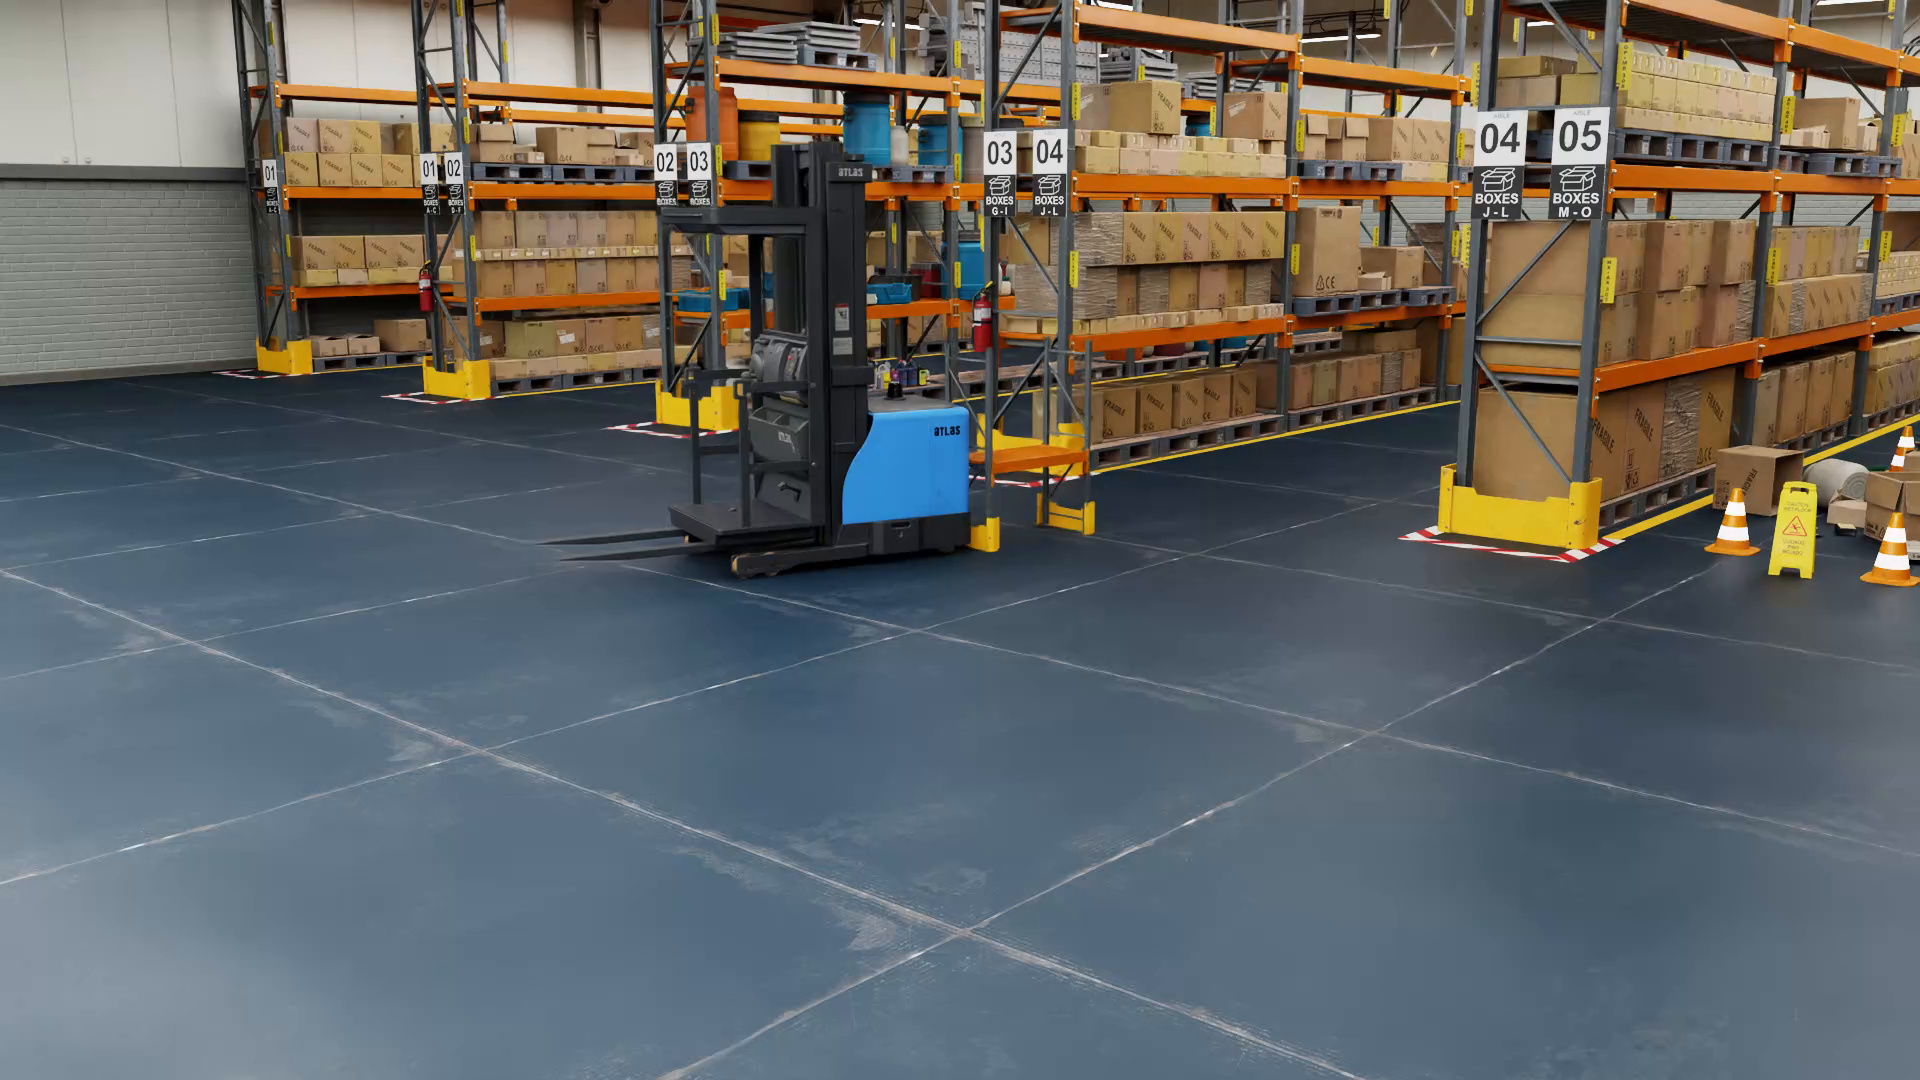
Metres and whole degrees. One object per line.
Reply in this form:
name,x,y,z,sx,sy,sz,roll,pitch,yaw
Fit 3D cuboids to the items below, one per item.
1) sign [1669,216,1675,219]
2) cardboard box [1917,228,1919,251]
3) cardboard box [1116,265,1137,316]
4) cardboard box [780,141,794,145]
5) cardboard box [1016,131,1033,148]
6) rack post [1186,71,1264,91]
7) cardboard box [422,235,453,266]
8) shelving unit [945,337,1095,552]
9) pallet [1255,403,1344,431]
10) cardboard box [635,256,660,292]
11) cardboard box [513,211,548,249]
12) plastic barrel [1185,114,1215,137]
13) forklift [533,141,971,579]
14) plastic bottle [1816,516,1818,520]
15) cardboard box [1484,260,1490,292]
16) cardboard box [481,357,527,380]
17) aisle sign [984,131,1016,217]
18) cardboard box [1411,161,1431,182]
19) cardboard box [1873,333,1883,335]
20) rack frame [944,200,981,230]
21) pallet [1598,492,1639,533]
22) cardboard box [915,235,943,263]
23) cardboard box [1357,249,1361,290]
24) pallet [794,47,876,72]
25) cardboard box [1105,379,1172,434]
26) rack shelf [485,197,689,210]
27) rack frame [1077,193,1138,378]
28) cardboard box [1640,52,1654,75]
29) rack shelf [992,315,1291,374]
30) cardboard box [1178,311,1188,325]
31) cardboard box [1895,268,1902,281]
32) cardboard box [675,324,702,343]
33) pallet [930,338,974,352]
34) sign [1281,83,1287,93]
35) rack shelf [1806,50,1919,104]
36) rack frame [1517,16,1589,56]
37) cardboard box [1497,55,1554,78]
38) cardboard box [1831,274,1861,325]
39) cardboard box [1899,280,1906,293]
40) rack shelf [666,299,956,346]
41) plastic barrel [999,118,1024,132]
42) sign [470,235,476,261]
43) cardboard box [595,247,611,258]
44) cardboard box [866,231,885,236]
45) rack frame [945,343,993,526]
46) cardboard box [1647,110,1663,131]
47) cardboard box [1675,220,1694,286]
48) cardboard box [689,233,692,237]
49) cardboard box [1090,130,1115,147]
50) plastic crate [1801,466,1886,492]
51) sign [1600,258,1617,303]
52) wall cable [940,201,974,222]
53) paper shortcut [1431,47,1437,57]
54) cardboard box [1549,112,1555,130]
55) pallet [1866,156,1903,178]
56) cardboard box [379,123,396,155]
sign,11.604,-5.120,27.125,0.100,0.325,0.005,10,15,40
cardboard box,12.705,-3.984,21.430,0.500,0.500,0.500,10,15,42
cardboard box,1.267,-2.515,16.632,0.875,0.500,0.500,10,15,40
cardboard box,-3.630,-7.749,32.897,0.500,0.250,0.500,9,15,39
cardboard box,0.593,-3.828,15.926,0.380,0.149,0.250,10,15,40
rack post,4.265,-7.345,26.703,0.937,0.300,0.954,9,15,39
cardboard box,-8.624,-4.711,27.059,0.500,0.500,0.500,9,15,39
shelving unit,0.456,-0.759,12.683,1.083,1.500,0.587,-10,15,-40
pallet,3.797,-1.490,19.632,1.003,0.211,1.213,10,15,40
cardboard box,-4.786,-3.928,24.466,0.700,0.500,0.500,10,15,40
cardboard box,-6.099,-4.274,22.882,0.700,0.500,0.500,9,15,39
plastic barrel,3.833,-6.212,26.143,0.600,0.901,0.708,10,15,40
forklift,-1.462,-1.289,11.680,3.031,2.935,1.130,-6,13,-28
plastic bottle,6.824,-0.197,13.539,0.283,0.061,0.133,4,12,21
cardboard box,6.789,-3.493,22.284,0.500,0.500,0.500,9,15,39
cardboard box,-6.274,-2.343,22.732,0.500,0.250,0.500,10,15,40
aisle sign,0.378,-3.459,15.732,0.394,0.787,0.004,10,15,40
cardboard box,5.478,-4.552,20.568,0.500,0.250,0.500,10,15,40
cardboard box,11.188,-2.458,20.755,0.500,0.250,0.500,10,15,42
rack frame,0.043,-6.429,37.243,1.000,3.000,0.127,10,15,40
pallet,4.772,-0.258,13.465,1.003,0.211,1.213,10,15,40
cardboard box,-0.436,-5.084,29.182,0.500,0.500,0.700,-9,14,-37
cardboard box,4.359,-3.266,20.070,0.637,0.503,0.797,-10,15,-42
pallet,-1.765,-5.731,19.932,1.003,0.211,1.213,10,15,40
cardboard box,1.865,-1.406,17.402,0.500,0.500,0.500,-10,15,-42
rack shelf,-6.558,-6.076,29.653,1.077,0.370,4.000,10,15,40
rack frame,2.204,-3.971,24.937,1.000,3.000,0.127,10,15,40
cardboard box,4.928,-3.536,12.378,0.380,0.149,0.250,10,15,41
rack shelf,1.964,-2.096,17.381,1.077,0.370,4.000,10,15,40
cardboard box,2.139,-2.304,17.230,0.380,0.149,0.250,10,15,40
cardboard box,10.736,-3.102,19.395,0.380,0.149,0.250,10,15,40
cardboard box,-4.103,-3.253,25.857,0.500,0.311,0.500,10,15,40
pallet,-0.187,-3.529,29.839,1.003,0.211,1.213,10,15,40
sign,5.257,-7.328,26.959,0.100,0.325,0.005,10,15,40
rack shelf,10.904,-5.362,19.441,1.077,0.370,4.000,10,15,40
rack frame,8.565,-6.861,24.089,1.000,3.000,0.127,10,15,40
cardboard box,4.270,-3.585,12.622,0.380,0.149,0.250,10,15,41
cardboard box,9.158,-2.550,17.564,0.500,0.500,0.500,10,15,40
cardboard box,10.904,-2.993,19.606,0.380,0.149,0.250,10,15,41
rack shelf,-1.756,-2.736,20.587,1.077,0.370,4.000,10,15,40
plastic barrel,0.600,-5.395,23.126,0.600,0.901,0.708,10,15,40
sign,-6.382,-3.826,21.797,0.100,0.325,0.005,10,15,40
cardboard box,-5.186,-4.097,23.655,0.380,0.149,0.250,10,15,42
cardboard box,-1.741,-6.172,35.190,0.980,0.700,0.700,9,15,39
rack frame,0.063,-0.693,12.352,0.032,1.500,0.500,-10,15,-40
cardboard box,5.103,-3.184,12.650,0.380,0.149,0.250,10,15,41
cardboard box,5.595,-2.403,13.944,0.875,0.550,0.500,10,15,40
cardboard box,-5.133,-5.925,31.737,0.500,0.250,0.500,10,15,42
cardboard box,1.243,-3.783,15.701,0.380,0.149,0.250,10,15,42
plastic crate,7.813,-0.541,14.793,0.662,0.188,0.450,-4,2,-18
sign,4.716,-1.889,12.096,0.100,0.325,0.005,10,15,40
wall cable,0.178,-7.238,38.699,0.084,1.984,1.851,10,15,40
paper shortcut,6.402,-6.603,22.442,0.009,0.170,0.078,23,-8,37
cardboard box,4.435,-3.230,12.882,0.380,0.149,0.250,10,15,41
pallet,9.199,-3.952,17.661,1.213,0.211,1.003,11,16,43
cardboard box,-9.399,-6.417,26.664,0.500,0.500,0.500,10,15,40
